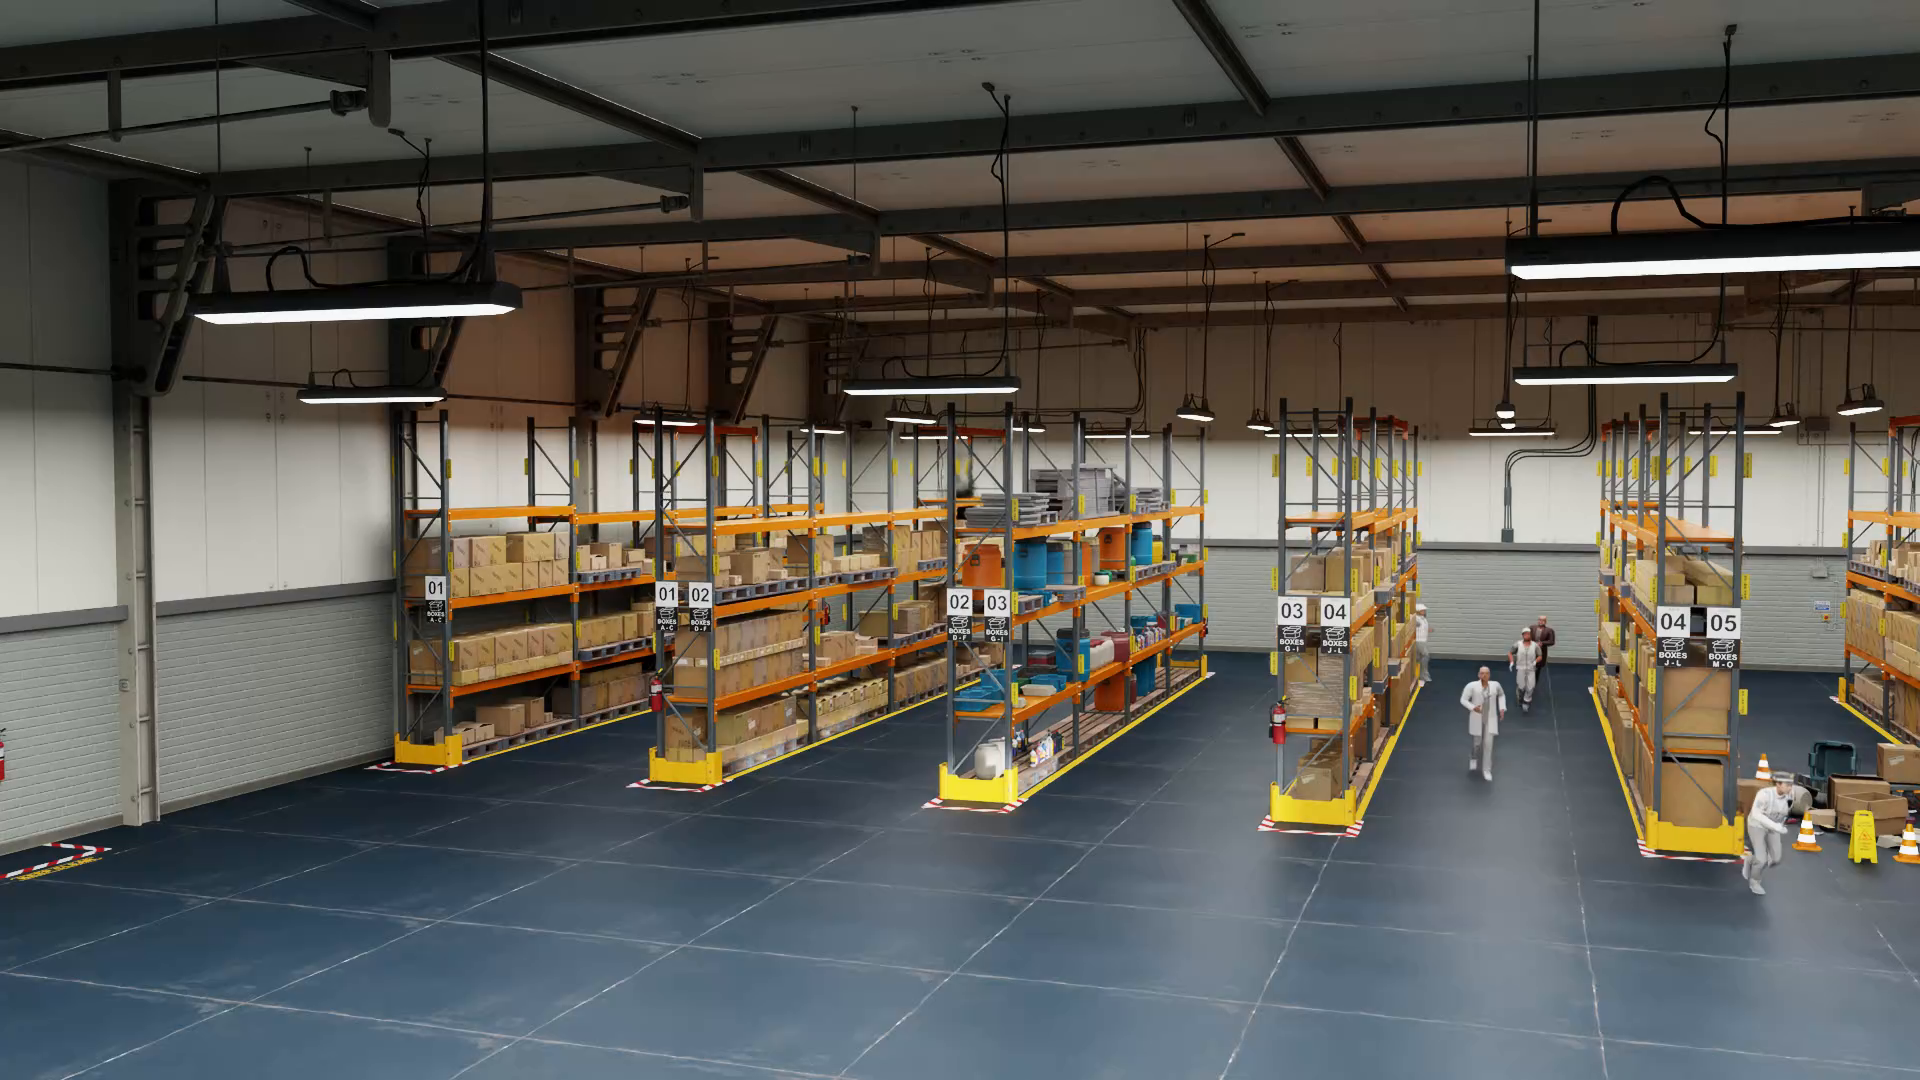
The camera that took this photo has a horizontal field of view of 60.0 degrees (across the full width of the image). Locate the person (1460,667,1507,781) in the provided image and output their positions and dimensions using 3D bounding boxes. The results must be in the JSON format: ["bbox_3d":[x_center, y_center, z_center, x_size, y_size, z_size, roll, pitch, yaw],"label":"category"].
[{"bbox_3d":[8.525,2.950,27.093,0.732,1.797,0.932,0,2,8],"label":"person"}]

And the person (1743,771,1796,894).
[{"bbox_3d":[9.537,3.426,19.540,0.641,1.504,0.775,-1,3,-13],"label":"person"}]

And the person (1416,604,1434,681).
[{"bbox_3d":[10.894,2.445,39.611,0.793,1.844,0.685,1,3,31],"label":"person"}]

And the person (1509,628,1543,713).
[{"bbox_3d":[11.585,2.671,34.029,0.653,1.742,0.586,1,3,13],"label":"person"}]

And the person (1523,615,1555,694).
[{"bbox_3d":[12.838,2.549,36.959,0.758,1.789,0.742,1,3,27],"label":"person"}]
